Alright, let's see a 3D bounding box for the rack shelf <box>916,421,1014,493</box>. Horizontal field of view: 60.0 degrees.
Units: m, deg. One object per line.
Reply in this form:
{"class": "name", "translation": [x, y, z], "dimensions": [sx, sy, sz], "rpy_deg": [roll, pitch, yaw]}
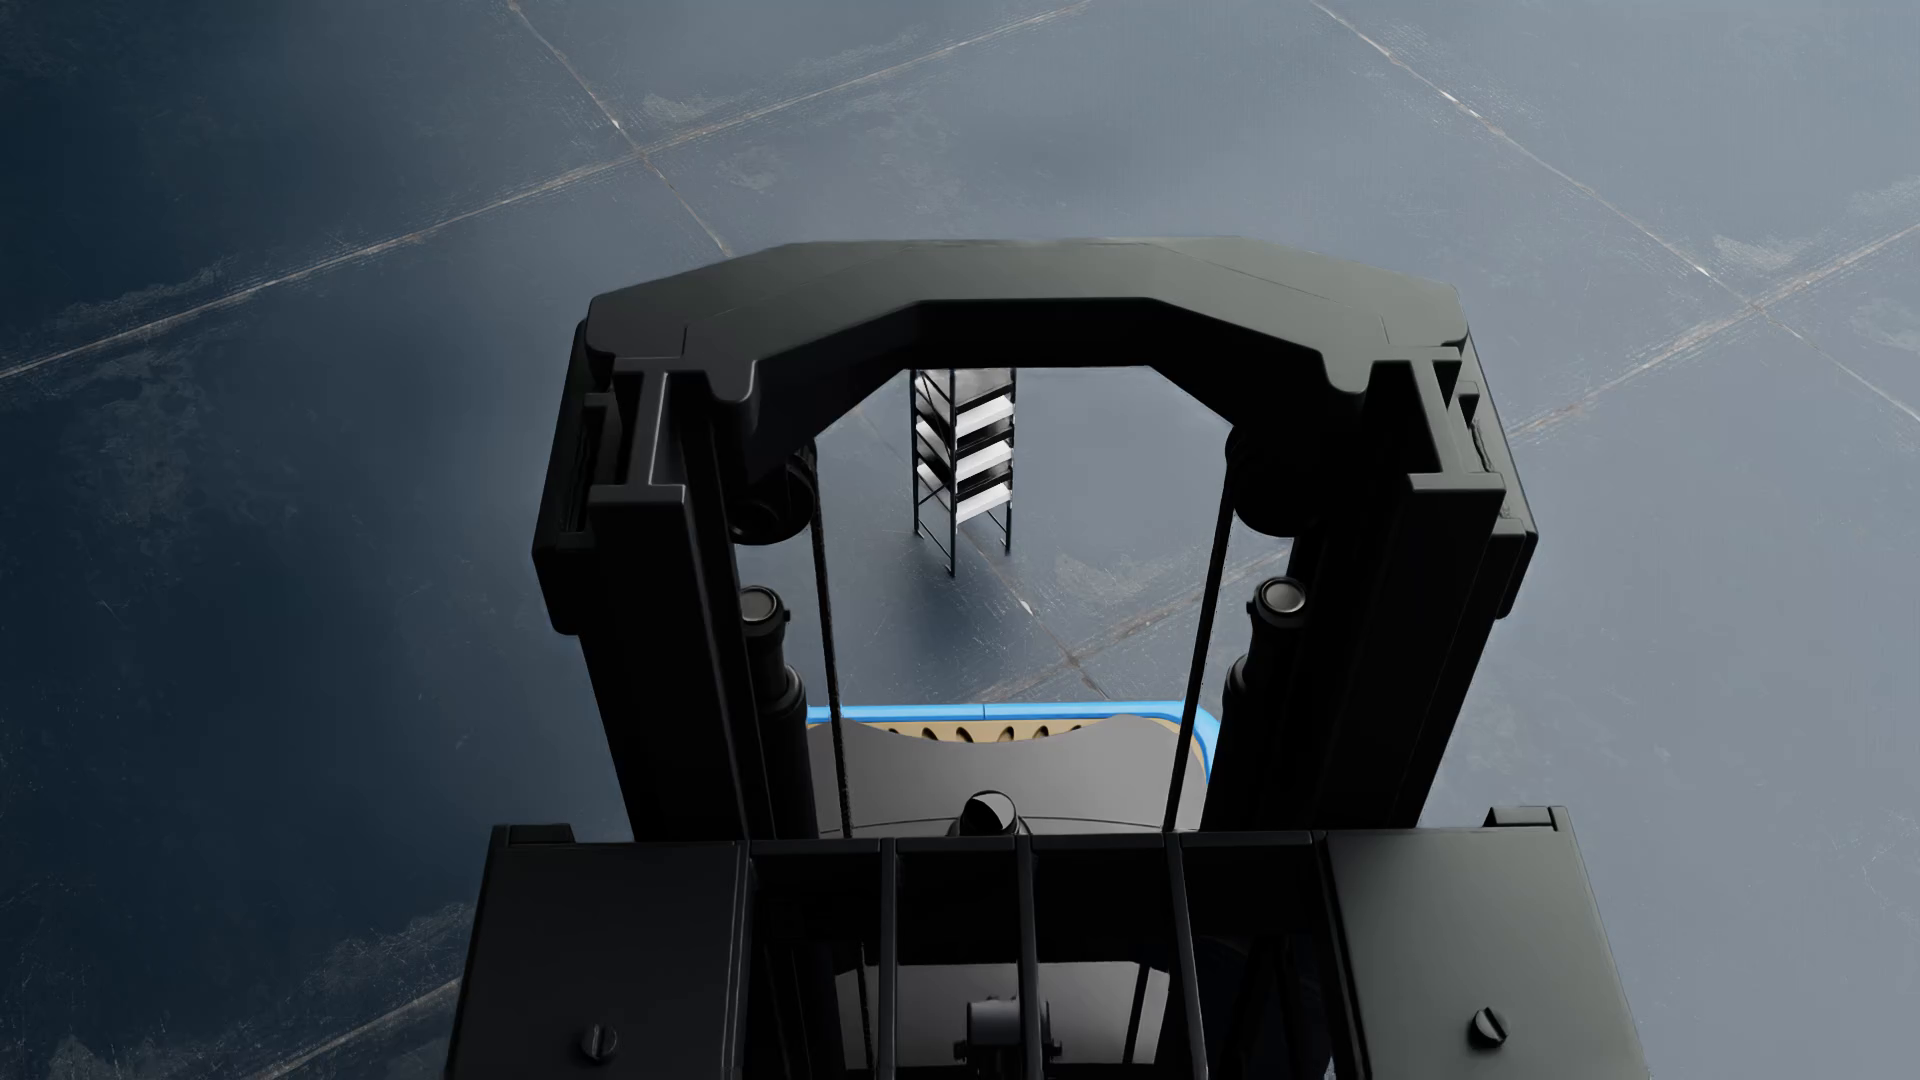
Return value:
{"class": "rack shelf", "translation": [0.007, -0.280, 4.942], "dimensions": [0.200, 0.077, 0.258], "rpy_deg": [-25, 53, -21]}

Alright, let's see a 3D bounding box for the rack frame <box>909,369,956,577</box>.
{"class": "rack frame", "translation": [-0.079, -0.262, 4.881], "dimensions": [0.006, 0.900, 0.240], "rpy_deg": [-25, 53, -21]}

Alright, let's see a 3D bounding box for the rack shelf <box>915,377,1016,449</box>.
{"class": "rack shelf", "translation": [0.007, -0.400, 4.807], "dimensions": [0.200, 0.077, 0.258], "rpy_deg": [-25, 53, -21]}

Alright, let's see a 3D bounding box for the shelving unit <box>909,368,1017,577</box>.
{"class": "shelving unit", "translation": [0.007, -0.302, 4.917], "dimensions": [0.210, 0.900, 0.258], "rpy_deg": [-25, 53, -21]}

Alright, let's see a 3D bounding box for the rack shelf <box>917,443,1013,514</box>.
{"class": "rack shelf", "translation": [0.007, -0.220, 5.009], "dimensions": [0.200, 0.077, 0.258], "rpy_deg": [-25, 53, -21]}

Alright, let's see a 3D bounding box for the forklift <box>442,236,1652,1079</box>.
{"class": "forklift", "translation": [0.079, 1.188, 2.229], "dimensions": [1.130, 2.935, 3.031], "rpy_deg": [-1, 48, -1]}

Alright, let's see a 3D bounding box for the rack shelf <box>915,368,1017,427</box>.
{"class": "rack shelf", "translation": [0.007, -0.460, 4.740], "dimensions": [0.200, 0.077, 0.258], "rpy_deg": [-25, 53, -21]}

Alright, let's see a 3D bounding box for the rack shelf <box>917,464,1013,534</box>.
{"class": "rack shelf", "translation": [0.007, -0.161, 5.076], "dimensions": [0.200, 0.077, 0.258], "rpy_deg": [-25, 53, -21]}

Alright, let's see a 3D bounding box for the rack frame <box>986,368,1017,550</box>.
{"class": "rack frame", "translation": [0.093, -0.343, 4.953], "dimensions": [0.006, 0.900, 0.240], "rpy_deg": [-25, 53, -21]}

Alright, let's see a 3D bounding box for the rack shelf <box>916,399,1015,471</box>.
{"class": "rack shelf", "translation": [0.007, -0.340, 4.874], "dimensions": [0.200, 0.077, 0.258], "rpy_deg": [-25, 53, -21]}
